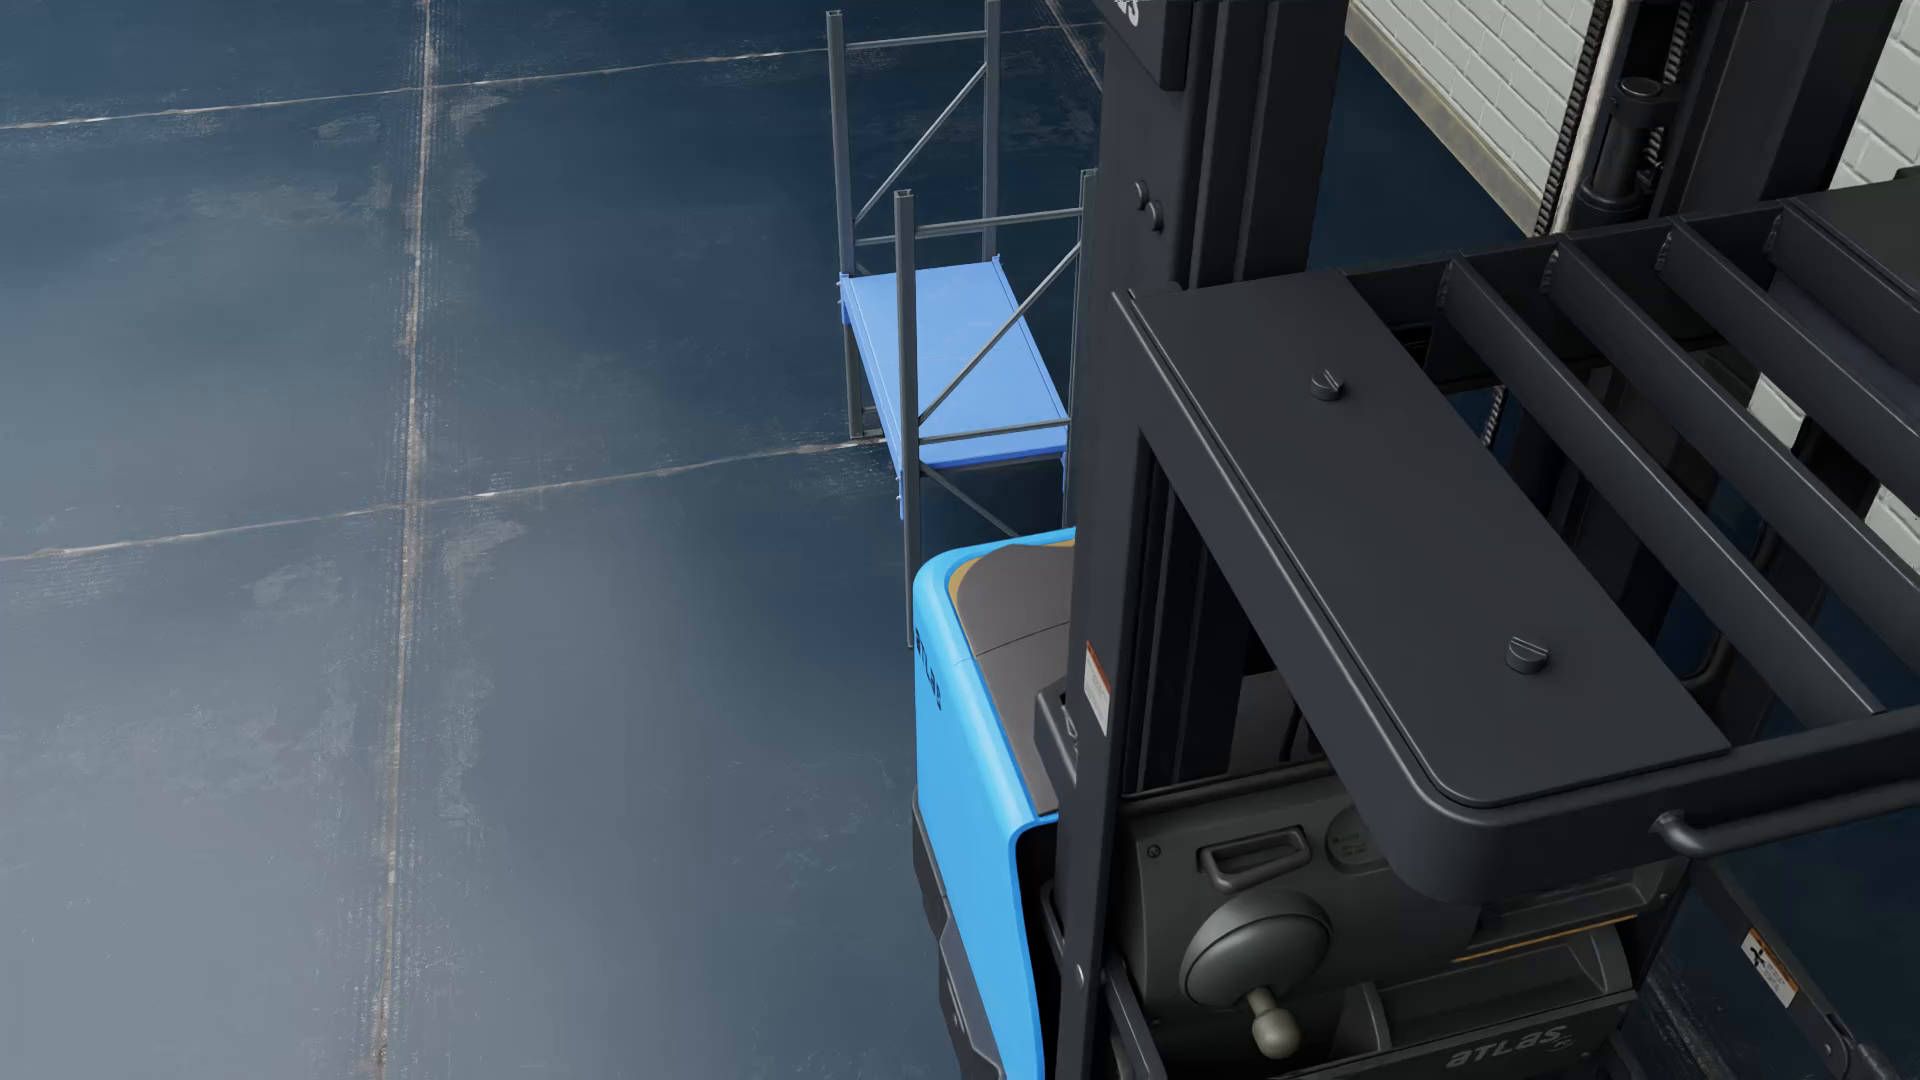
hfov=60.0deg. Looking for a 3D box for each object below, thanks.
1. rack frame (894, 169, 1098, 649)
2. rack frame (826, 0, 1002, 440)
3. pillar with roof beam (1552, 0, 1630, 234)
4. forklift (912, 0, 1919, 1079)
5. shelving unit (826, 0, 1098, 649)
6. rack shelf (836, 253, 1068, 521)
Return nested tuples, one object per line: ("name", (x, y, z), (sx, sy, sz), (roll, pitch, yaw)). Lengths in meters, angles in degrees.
("rack frame", (0.091, -0.287, 4.443), (0.500, 1.500, 0.032), (-8, 42, -9))
("rack frame", (-0.128, -0.946, 5.186), (0.500, 1.500, 0.032), (-8, 42, -9))
("pillar with roof beam", (-1.905, -3.460, 2.370), (9.100, 9.000, 0.400), (-8, 42, -9))
("forklift", (0.767, 0.597, 2.369), (1.130, 2.935, 3.031), (-10, 43, -11))
("shelving unit", (-0.018, -0.616, 4.814), (0.538, 1.500, 1.048), (-8, 42, -9))
("rack shelf", (-0.018, -0.482, 4.934), (0.538, 0.185, 1.000), (-8, 42, -9))
